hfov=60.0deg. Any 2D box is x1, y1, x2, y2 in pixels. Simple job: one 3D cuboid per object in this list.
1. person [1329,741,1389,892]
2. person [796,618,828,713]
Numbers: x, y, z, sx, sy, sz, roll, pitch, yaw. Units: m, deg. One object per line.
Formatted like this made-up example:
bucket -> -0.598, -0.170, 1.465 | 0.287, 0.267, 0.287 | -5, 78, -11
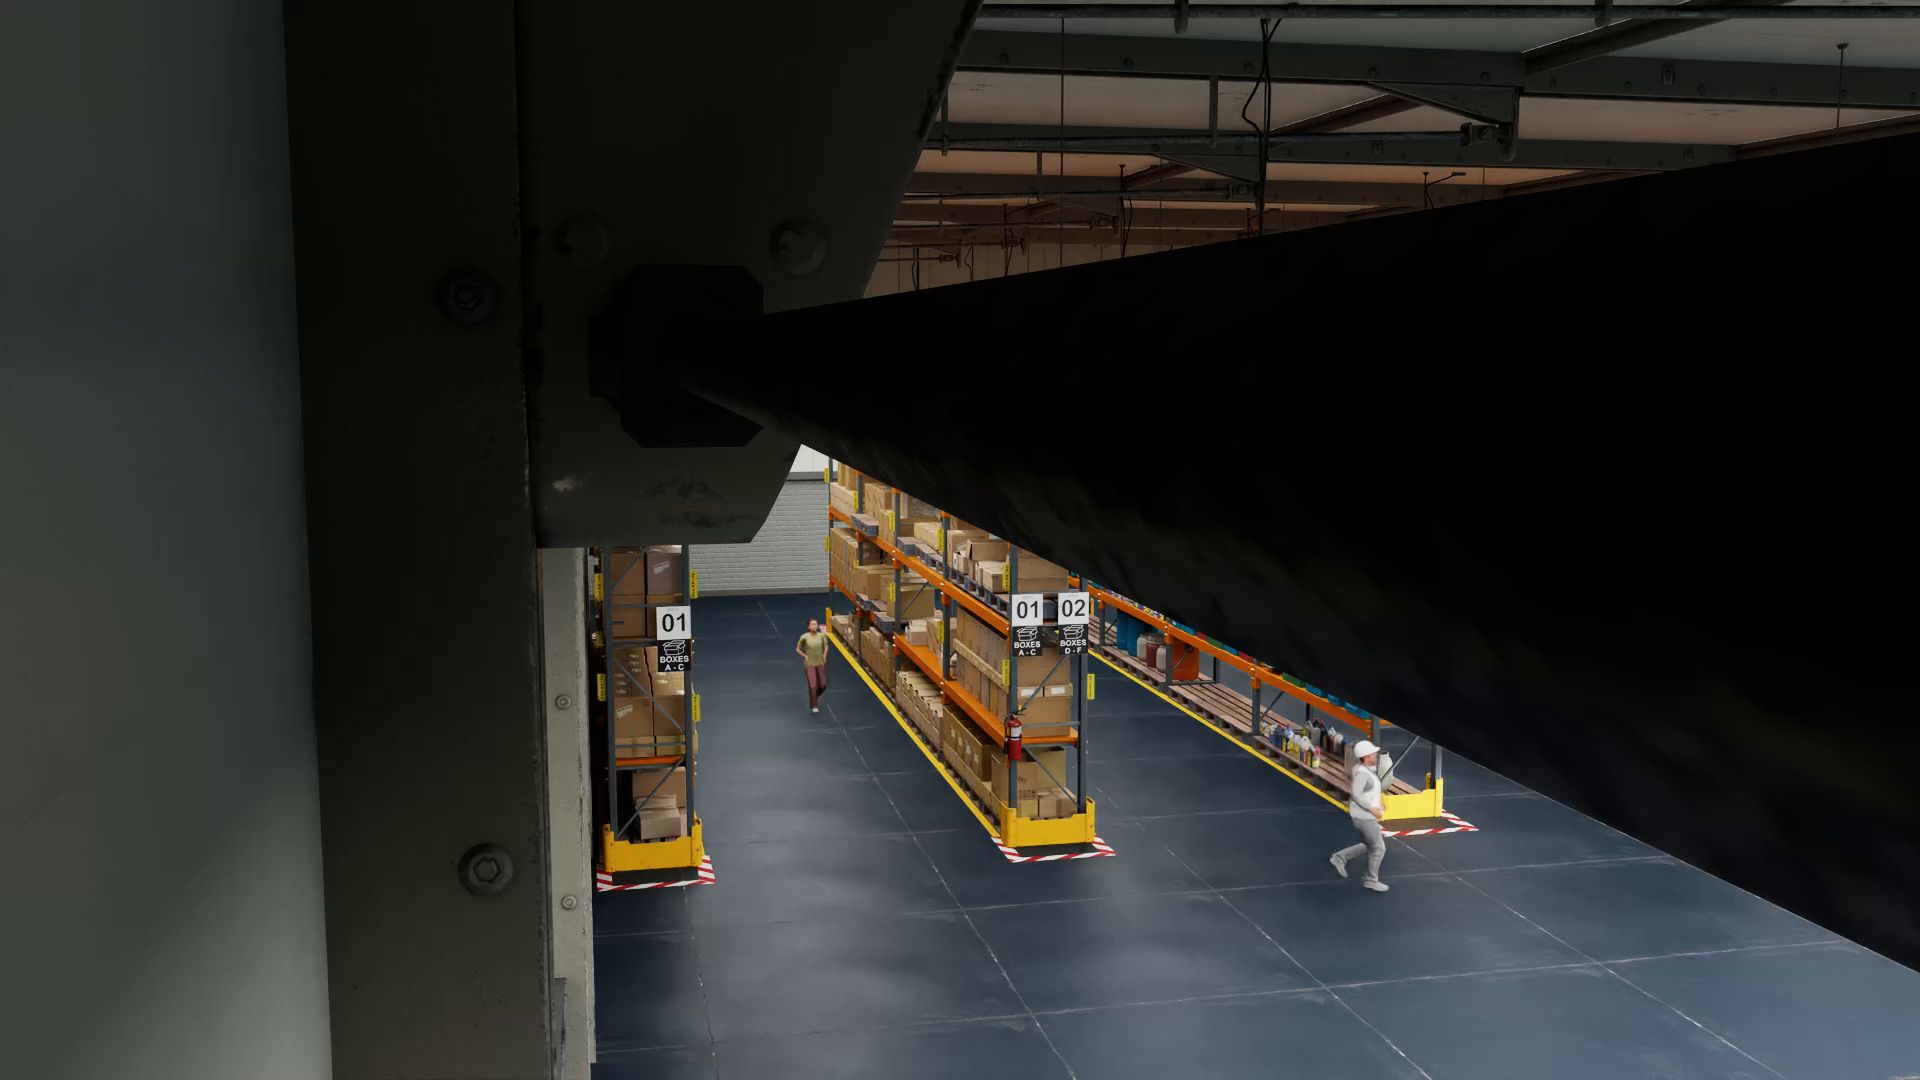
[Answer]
person -> 4.646, 3.188, 19.265 | 0.687, 1.753, 0.670 | 1, 7, 12
person -> -2.502, 2.132, 28.418 | 0.577, 1.621, 0.562 | -2, 7, -19
